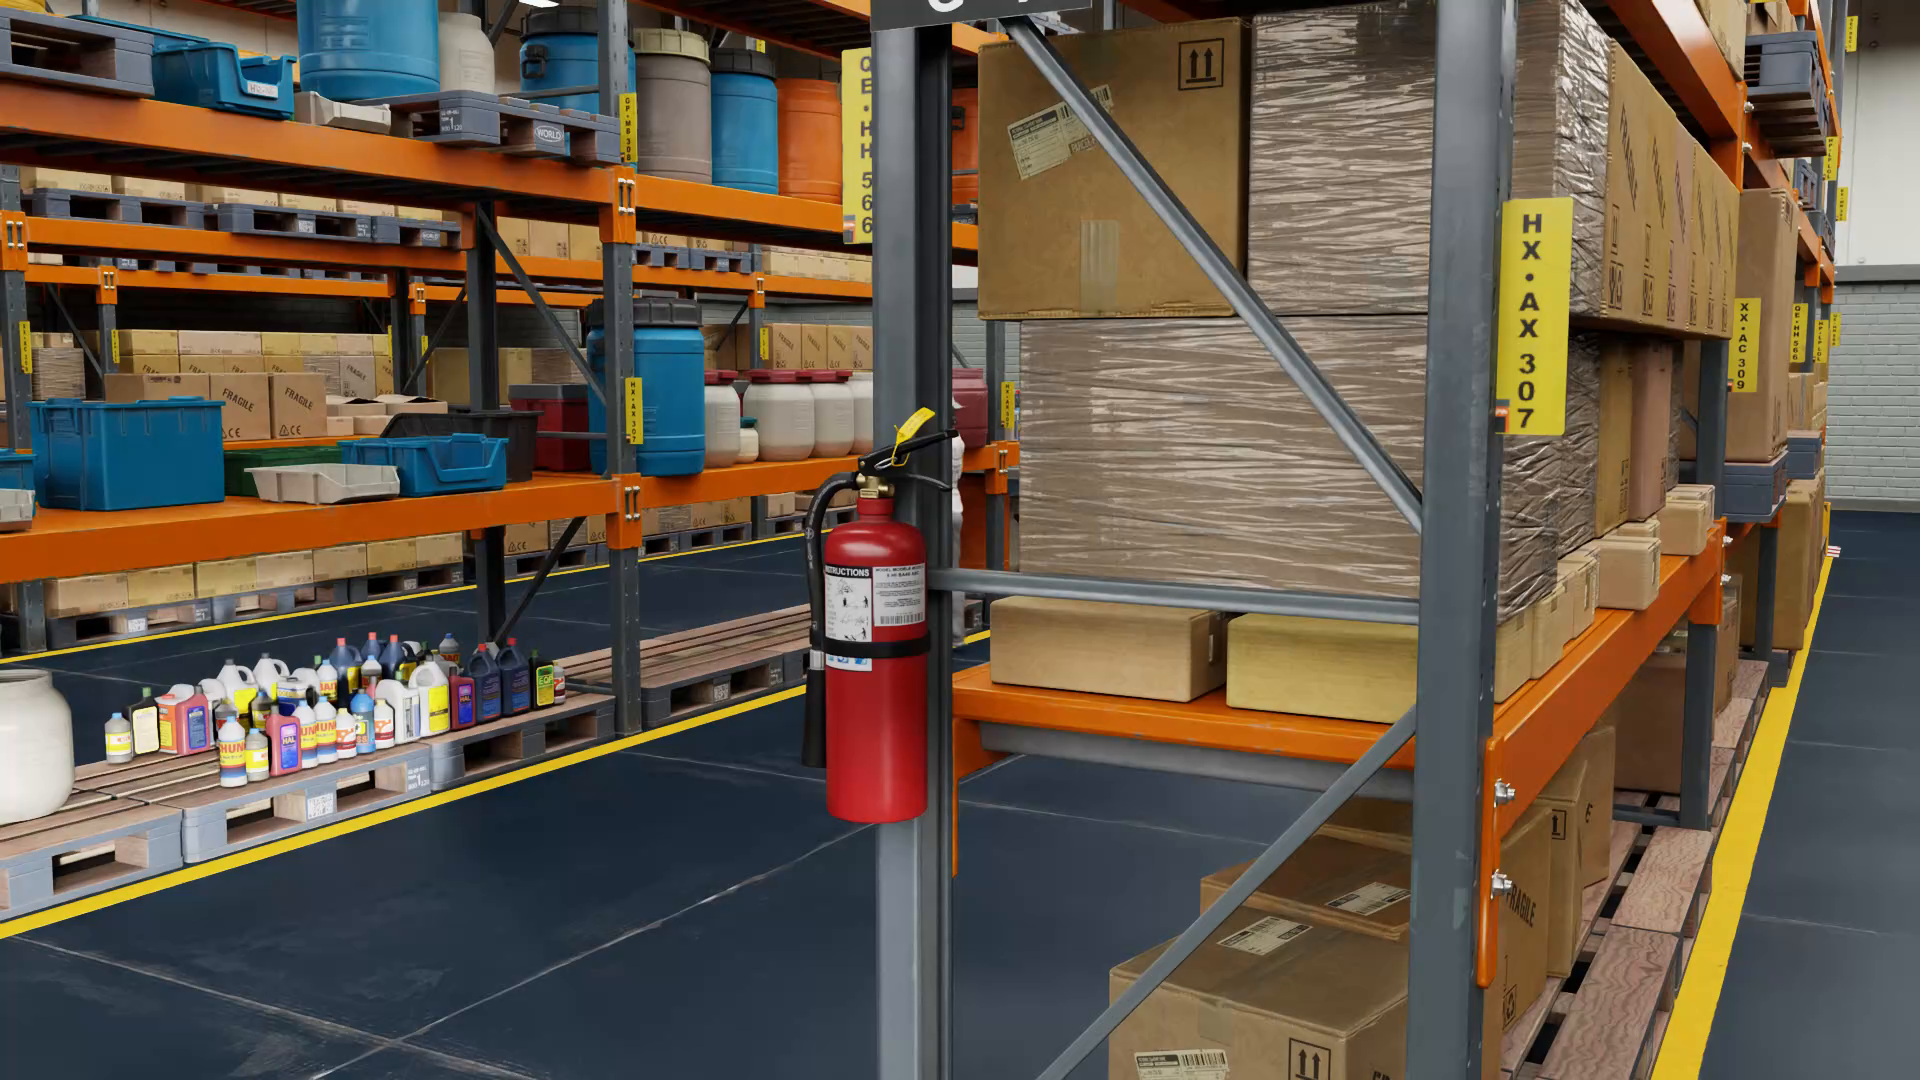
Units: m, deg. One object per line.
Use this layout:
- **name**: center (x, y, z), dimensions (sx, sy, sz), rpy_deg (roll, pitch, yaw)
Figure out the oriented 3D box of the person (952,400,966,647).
- **person**: center (-0.167, -0.125, 10.830), dimensions (0.342, 1.692, 0.440), rpy_deg (4, 7, 35)
